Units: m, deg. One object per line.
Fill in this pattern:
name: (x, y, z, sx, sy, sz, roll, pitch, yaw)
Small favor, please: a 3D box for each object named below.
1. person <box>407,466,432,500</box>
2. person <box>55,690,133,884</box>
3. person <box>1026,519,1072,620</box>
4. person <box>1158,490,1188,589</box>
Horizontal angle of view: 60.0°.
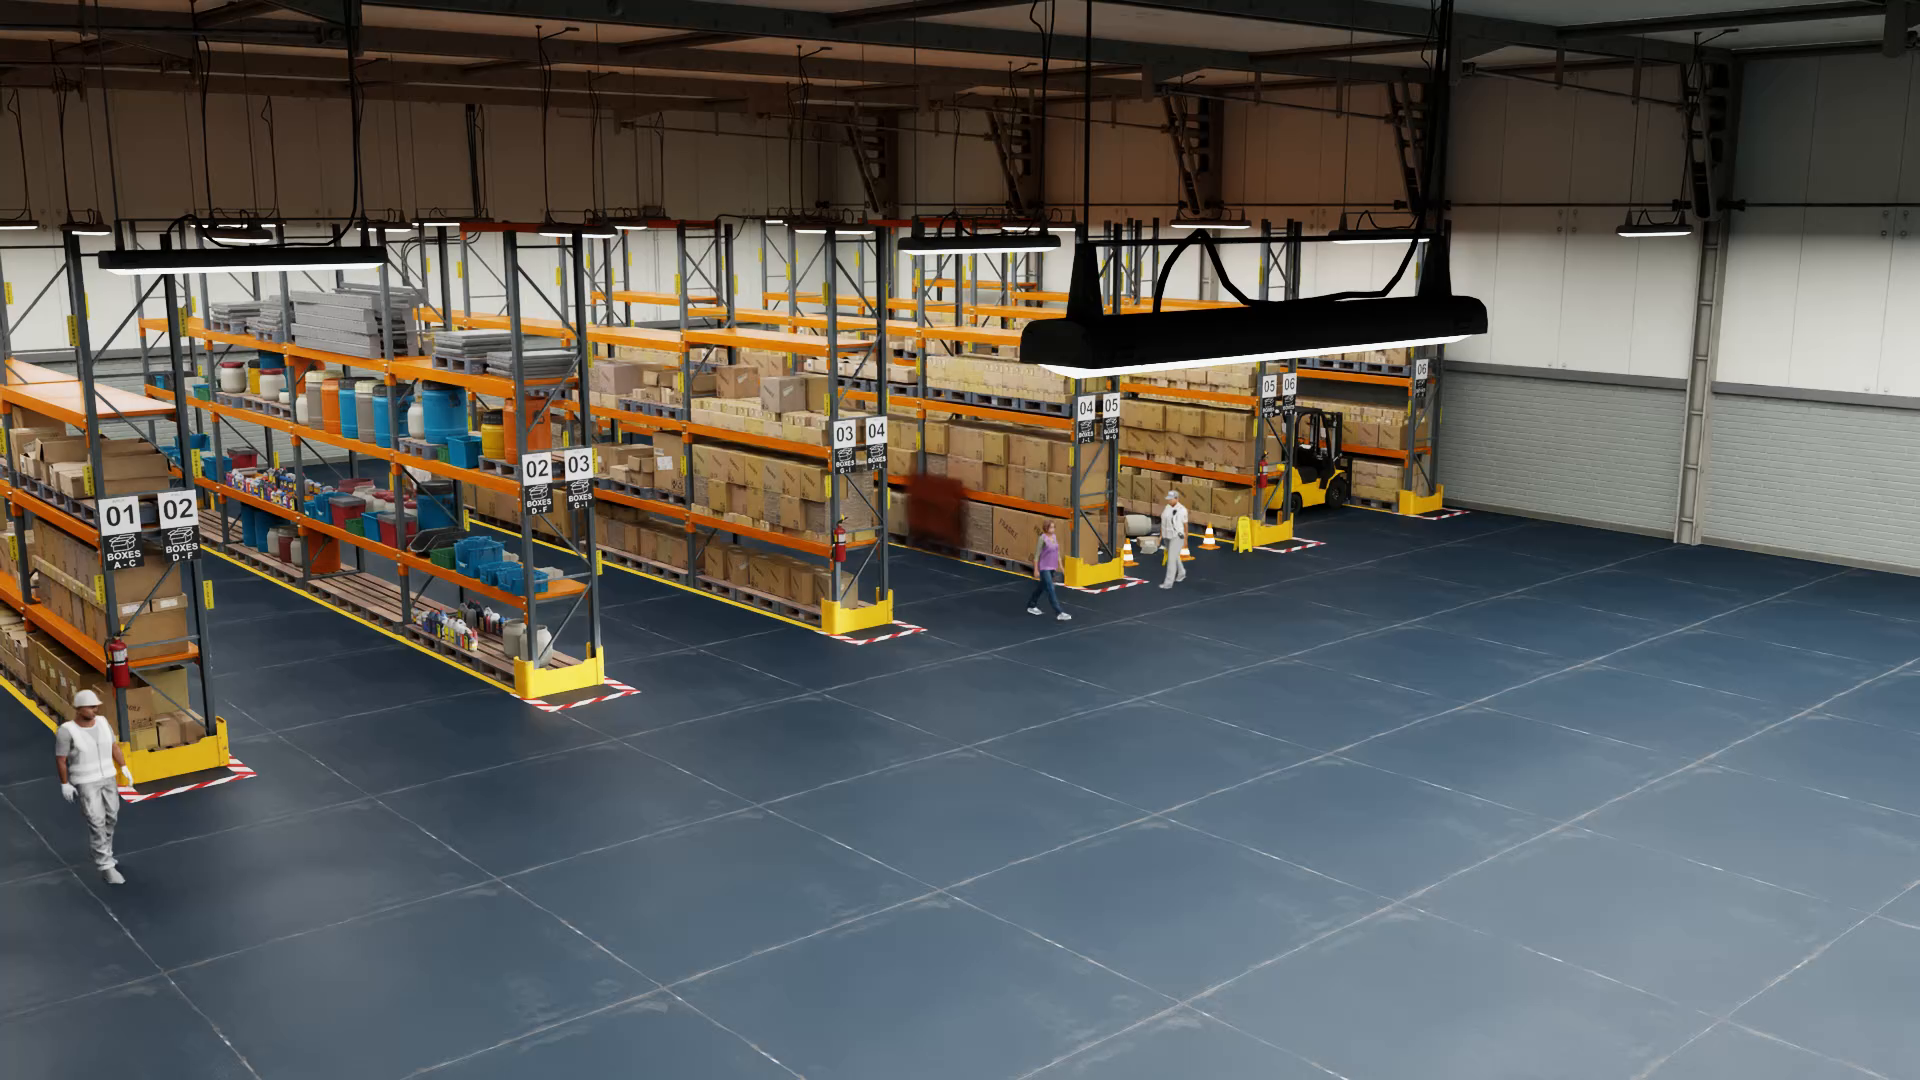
person: (-10.497, -1.009, 32.447, 0.576, 1.701, 1.077, -9, 15, -38)
person: (-8.190, 2.334, 15.909, 0.712, 1.788, 0.572, 6, 13, 27)
person: (1.404, 0.453, 25.635, 0.967, 1.532, 0.436, 8, 14, 34)
person: (3.581, -0.034, 27.932, 0.861, 1.636, 0.494, -7, 14, -33)
